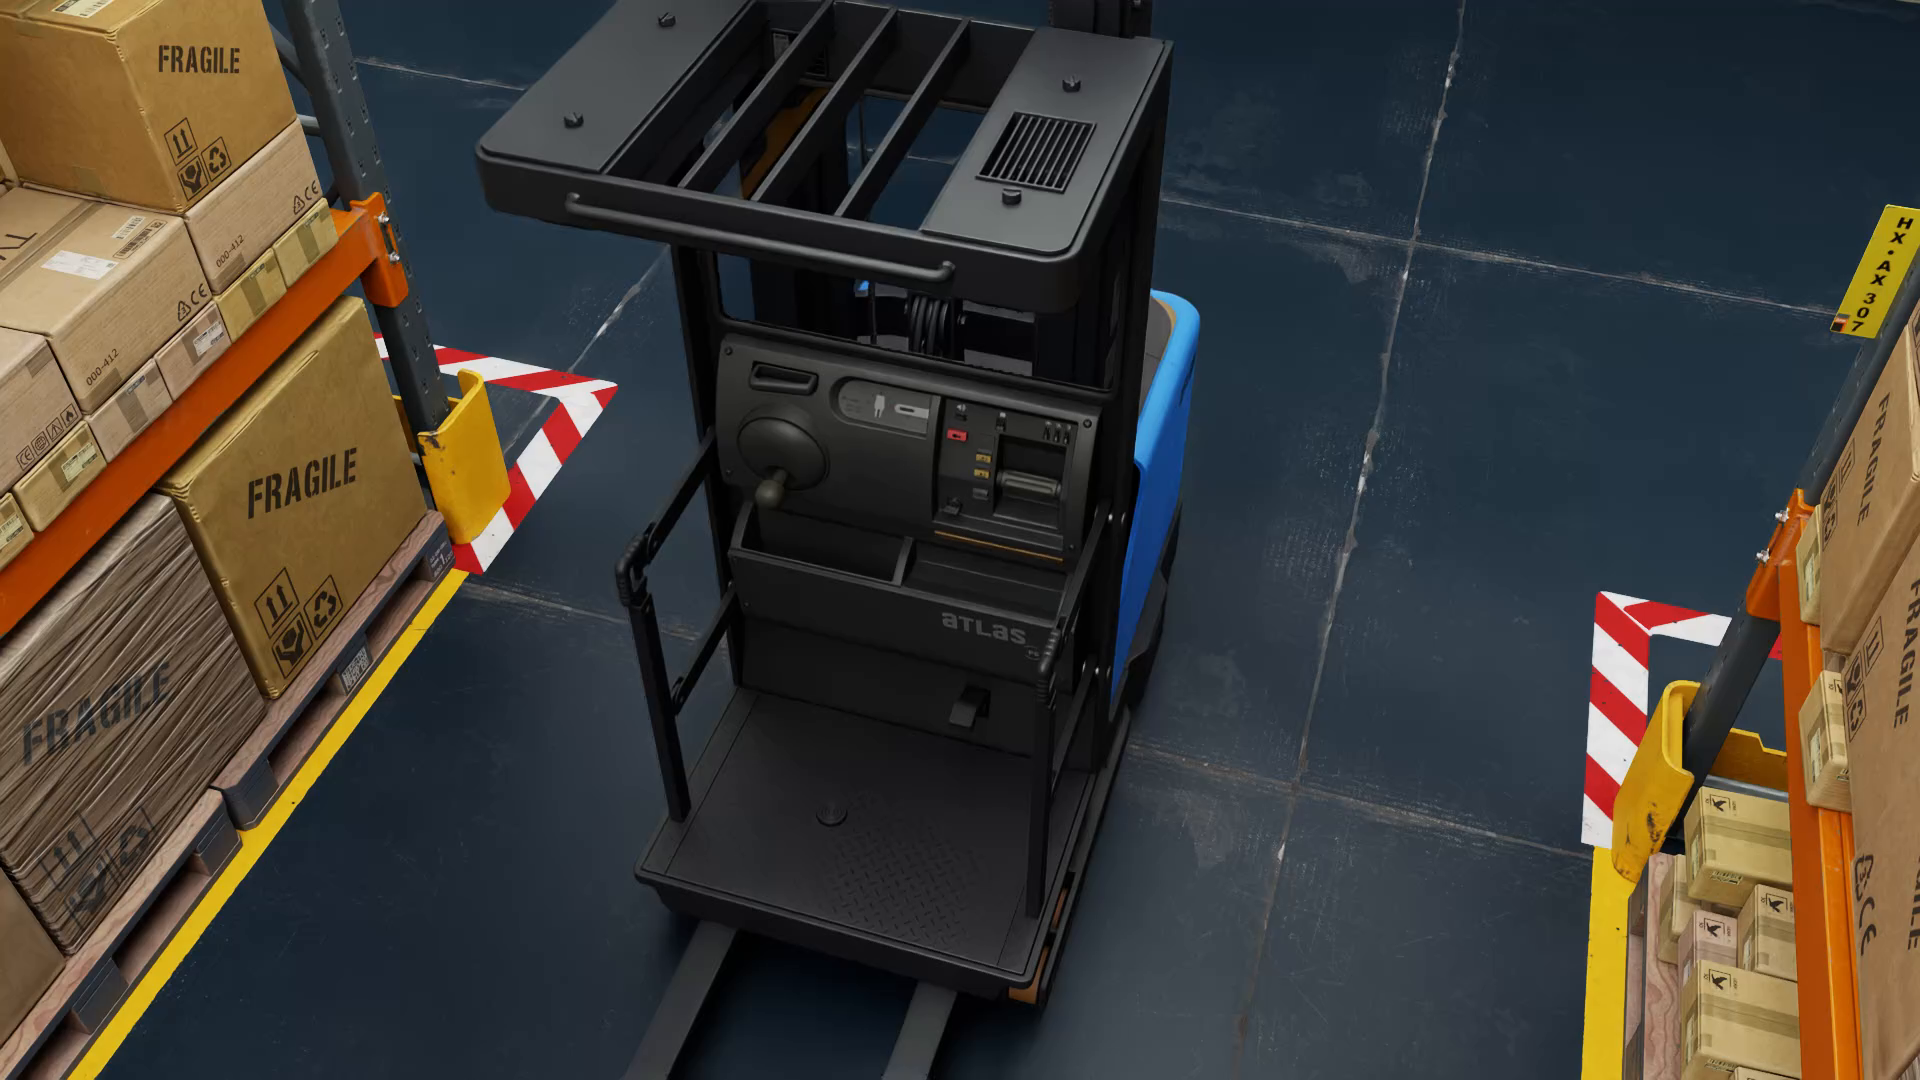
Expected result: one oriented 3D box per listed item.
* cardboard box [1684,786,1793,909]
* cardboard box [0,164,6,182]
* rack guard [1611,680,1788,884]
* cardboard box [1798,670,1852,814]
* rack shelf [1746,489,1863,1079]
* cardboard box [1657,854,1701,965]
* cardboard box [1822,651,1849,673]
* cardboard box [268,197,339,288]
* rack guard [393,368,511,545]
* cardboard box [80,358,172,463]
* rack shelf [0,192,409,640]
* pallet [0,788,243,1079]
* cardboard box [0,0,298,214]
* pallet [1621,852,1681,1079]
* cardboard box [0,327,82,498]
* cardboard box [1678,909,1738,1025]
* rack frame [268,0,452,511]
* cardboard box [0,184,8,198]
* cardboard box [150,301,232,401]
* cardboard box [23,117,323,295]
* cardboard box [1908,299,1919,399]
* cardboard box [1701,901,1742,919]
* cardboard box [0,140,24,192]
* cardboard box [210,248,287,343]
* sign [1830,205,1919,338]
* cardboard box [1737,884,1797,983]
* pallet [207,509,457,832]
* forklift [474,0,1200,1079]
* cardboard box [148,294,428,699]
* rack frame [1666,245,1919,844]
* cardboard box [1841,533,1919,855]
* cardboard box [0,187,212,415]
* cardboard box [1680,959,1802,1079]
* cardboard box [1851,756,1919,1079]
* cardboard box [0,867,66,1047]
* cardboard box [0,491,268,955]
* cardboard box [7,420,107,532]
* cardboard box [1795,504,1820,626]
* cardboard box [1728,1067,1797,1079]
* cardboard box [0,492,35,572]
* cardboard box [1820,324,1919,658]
[{"bbox_3d":[2.015,0.786,4.115,0.380,0.149,0.250,11,45,11],"label":"cardboard box"},{"bbox_3d":[-2.753,-0.990,3.976,0.500,0.500,0.500,12,46,12],"label":"cardboard box"},{"bbox_3d":[2.474,0.796,4.579,1.175,0.500,0.348,13,46,13],"label":"rack guard"},{"bbox_3d":[1.917,0.435,3.340,0.380,0.149,0.250,11,46,11],"label":"cardboard box"},{"bbox_3d":[1.892,1.443,2.645,1.077,0.370,4.000,13,46,13],"label":"rack shelf"},{"bbox_3d":[2.034,1.003,4.319,0.380,0.149,0.250,13,46,13],"label":"cardboard box"},{"bbox_3d":[2.049,0.267,3.512,0.380,0.149,0.250,14,46,14],"label":"cardboard box"},{"bbox_3d":[-1.993,-0.869,4.673,0.380,0.149,0.250,13,46,13],"label":"cardboard box"},{"bbox_3d":[-2.192,-0.388,5.789,1.175,0.500,0.348,13,46,13],"label":"rack guard"},{"bbox_3d":[-2.224,-0.361,4.154,0.380,0.149,0.250,13,46,13],"label":"cardboard box"},{"bbox_3d":[-2.805,0.325,3.788,1.077,0.370,4.000,13,46,13],"label":"rack shelf"},{"bbox_3d":[-2.738,1.091,4.484,1.003,0.211,1.213,13,46,12],"label":"pallet"},{"bbox_3d":[-2.096,-1.206,4.196,0.500,0.500,0.500,13,46,13],"label":"cardboard box"},{"bbox_3d":[2.195,1.434,4.134,1.003,0.211,1.213,13,46,13],"label":"pallet"},{"bbox_3d":[-2.401,-0.262,3.767,0.500,0.250,0.500,11,45,11],"label":"cardboard box"},{"bbox_3d":[1.957,1.080,4.027,0.380,0.149,0.250,12,46,12],"label":"cardboard box"},{"bbox_3d":[-2.199,-1.266,4.899,1.000,3.000,0.127,13,46,13],"label":"rack frame"},{"bbox_3d":[-2.753,-0.708,4.223,0.500,0.250,0.500,12,46,12],"label":"cardboard box"},{"bbox_3d":[-2.148,-0.527,4.324,0.380,0.149,0.250,13,46,13],"label":"cardboard box"},{"bbox_3d":[-2.093,-0.939,4.459,0.500,0.250,0.500,12,46,12],"label":"cardboard box"},{"bbox_3d":[2.108,-0.404,3.019,0.500,0.500,0.500,12,46,12],"label":"cardboard box"},{"bbox_3d":[2.094,0.910,4.201,0.380,0.149,0.250,14,46,14],"label":"cardboard box"},{"bbox_3d":[-2.602,-1.055,4.578,0.500,0.250,0.500,11,46,11],"label":"cardboard box"},{"bbox_3d":[-2.070,-0.695,4.495,0.380,0.149,0.250,13,46,13],"label":"cardboard box"},{"bbox_3d":[1.980,-0.572,3.571,0.100,0.325,0.005,13,46,13],"label":"sign"},{"bbox_3d":[2.046,0.995,3.901,0.380,0.149,0.250,13,46,13],"label":"cardboard box"},{"bbox_3d":[-2.367,0.281,5.312,1.003,0.211,1.213,13,46,13],"label":"pallet"},{"bbox_3d":[-0.201,-0.124,3.781,1.130,2.935,3.031,13,46,12],"label":"forklift"},{"bbox_3d":[-2.317,-0.213,5.042,0.875,0.875,0.875,13,46,13],"label":"cardboard box"},{"bbox_3d":[2.497,-0.148,3.756,1.000,3.000,0.127,13,46,13],"label":"rack frame"},{"bbox_3d":[1.960,0.313,3.001,0.500,0.500,0.500,13,46,13],"label":"cardboard box"},{"bbox_3d":[-2.247,-0.601,4.114,0.500,0.250,0.500,12,46,12],"label":"cardboard box"},{"bbox_3d":[1.848,1.136,3.757,0.380,0.149,0.250,12,46,12],"label":"cardboard box"},{"bbox_3d":[1.800,0.637,2.670,0.500,0.500,0.500,13,46,13],"label":"cardboard box"},{"bbox_3d":[-2.862,0.987,3.815,0.875,0.875,0.875,13,46,13],"label":"cardboard box"},{"bbox_3d":[-2.592,0.394,4.422,0.875,0.875,0.875,13,46,13],"label":"cardboard box"},{"bbox_3d":[-2.301,-0.188,3.977,0.380,0.149,0.250,12,46,12],"label":"cardboard box"},{"bbox_3d":[2.087,0.089,3.694,0.380,0.149,0.250,12,46,12],"label":"cardboard box"},{"bbox_3d":[1.851,1.319,3.570,0.380,0.149,0.250,10,45,11],"label":"cardboard box"},{"bbox_3d":[-2.379,-0.015,3.800,0.380,0.149,0.250,13,46,13],"label":"cardboard box"},{"bbox_3d":[2.098,-0.049,3.371,0.500,0.500,0.500,15,46,14],"label":"cardboard box"}]
